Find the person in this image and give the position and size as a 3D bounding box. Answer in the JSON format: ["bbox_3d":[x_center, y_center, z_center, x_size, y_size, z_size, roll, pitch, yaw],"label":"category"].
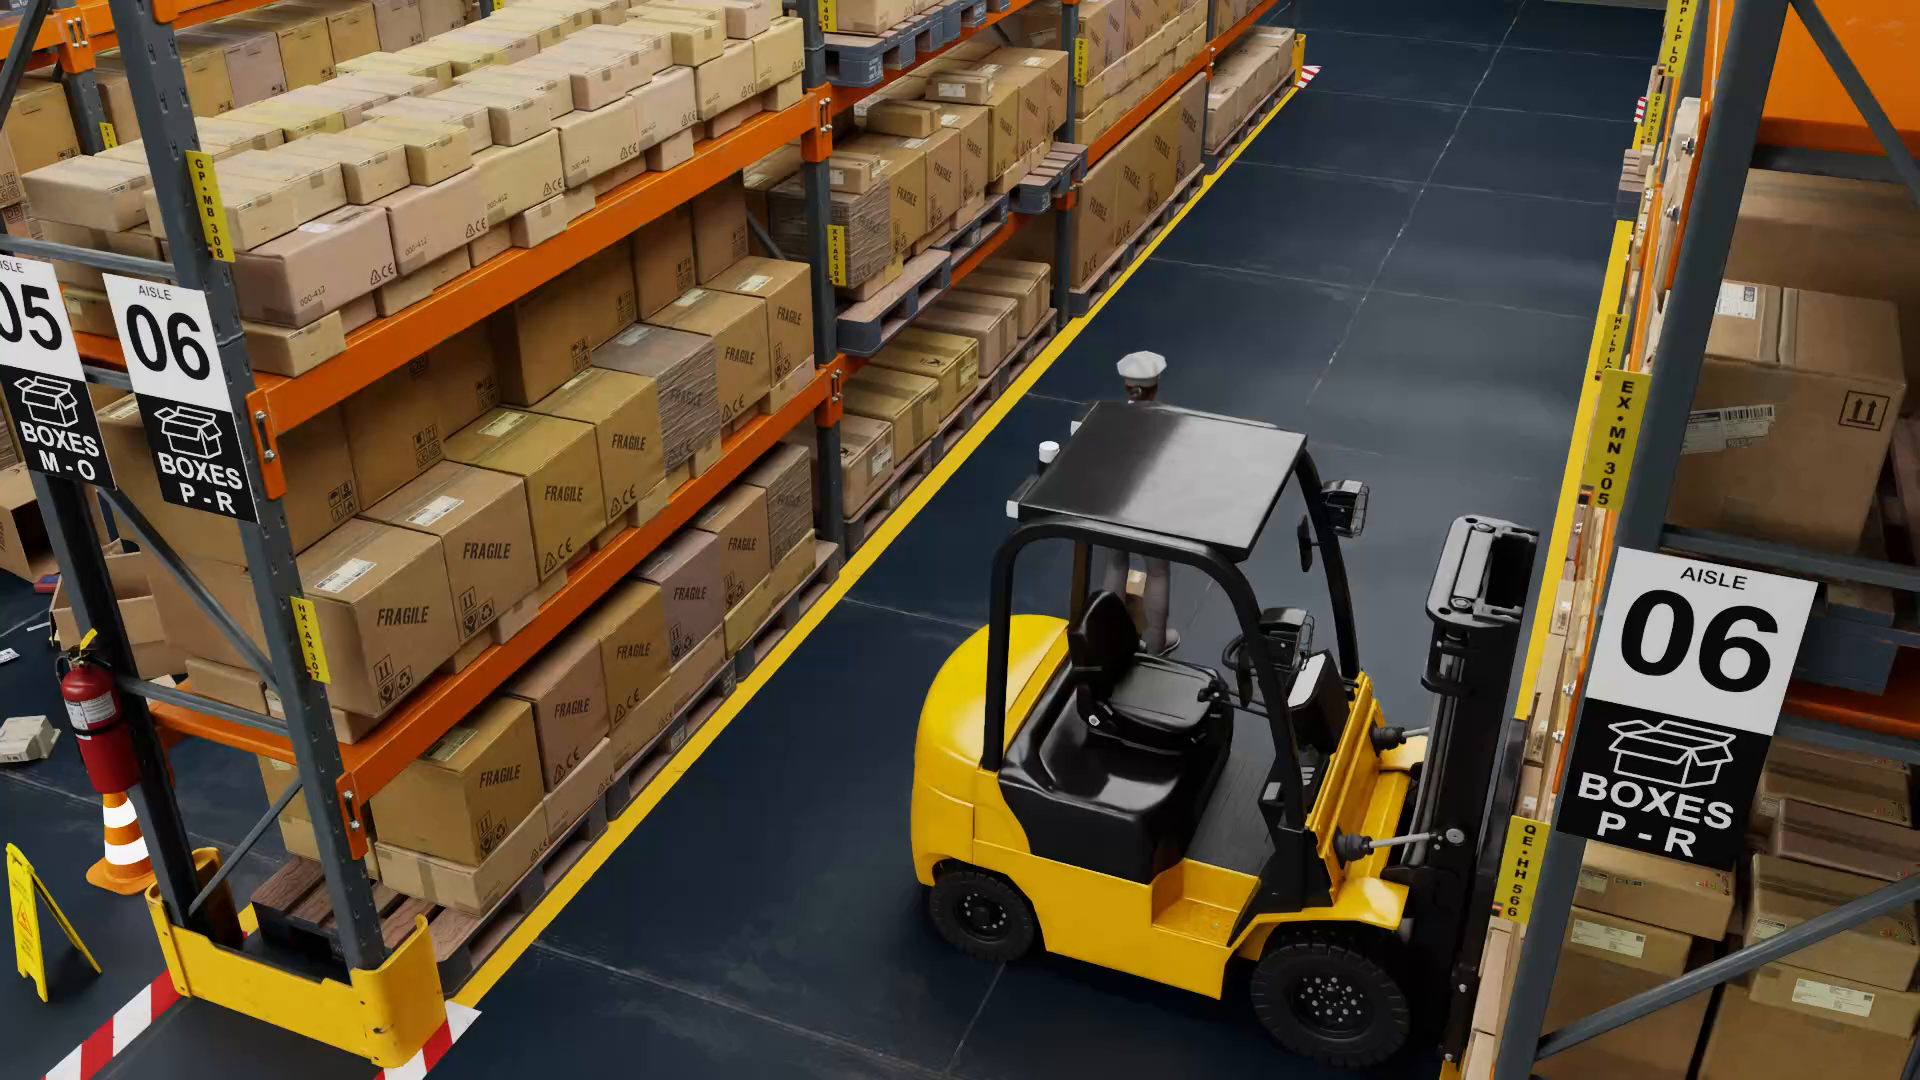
[{"bbox_3d":[0.928,-0.154,8.664,0.513,1.656,0.426,10,31,17],"label":"person"}]
